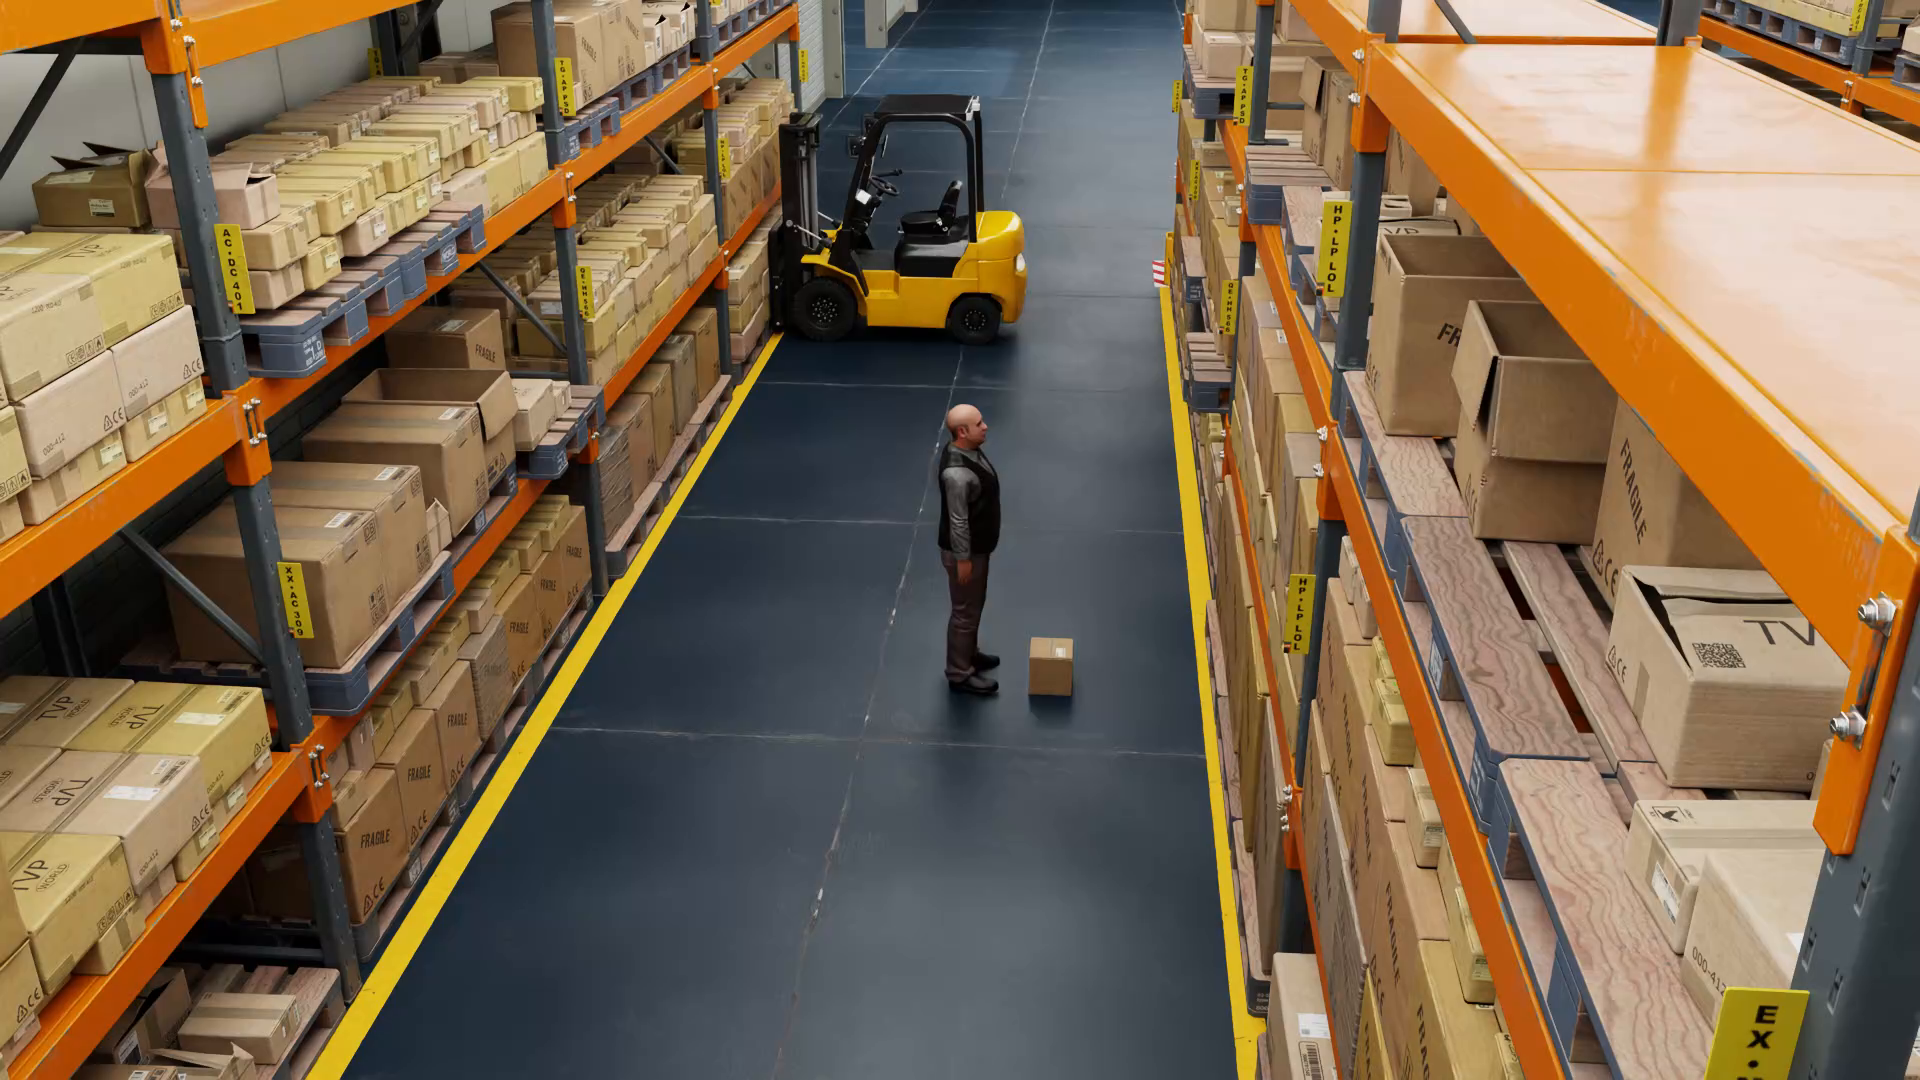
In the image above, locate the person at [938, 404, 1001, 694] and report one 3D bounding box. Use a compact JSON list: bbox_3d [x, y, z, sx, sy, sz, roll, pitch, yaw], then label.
[{"bbox_3d":[0.057,0.048,9.503,0.364,1.742,0.559,2,24,5],"label":"person"}]
